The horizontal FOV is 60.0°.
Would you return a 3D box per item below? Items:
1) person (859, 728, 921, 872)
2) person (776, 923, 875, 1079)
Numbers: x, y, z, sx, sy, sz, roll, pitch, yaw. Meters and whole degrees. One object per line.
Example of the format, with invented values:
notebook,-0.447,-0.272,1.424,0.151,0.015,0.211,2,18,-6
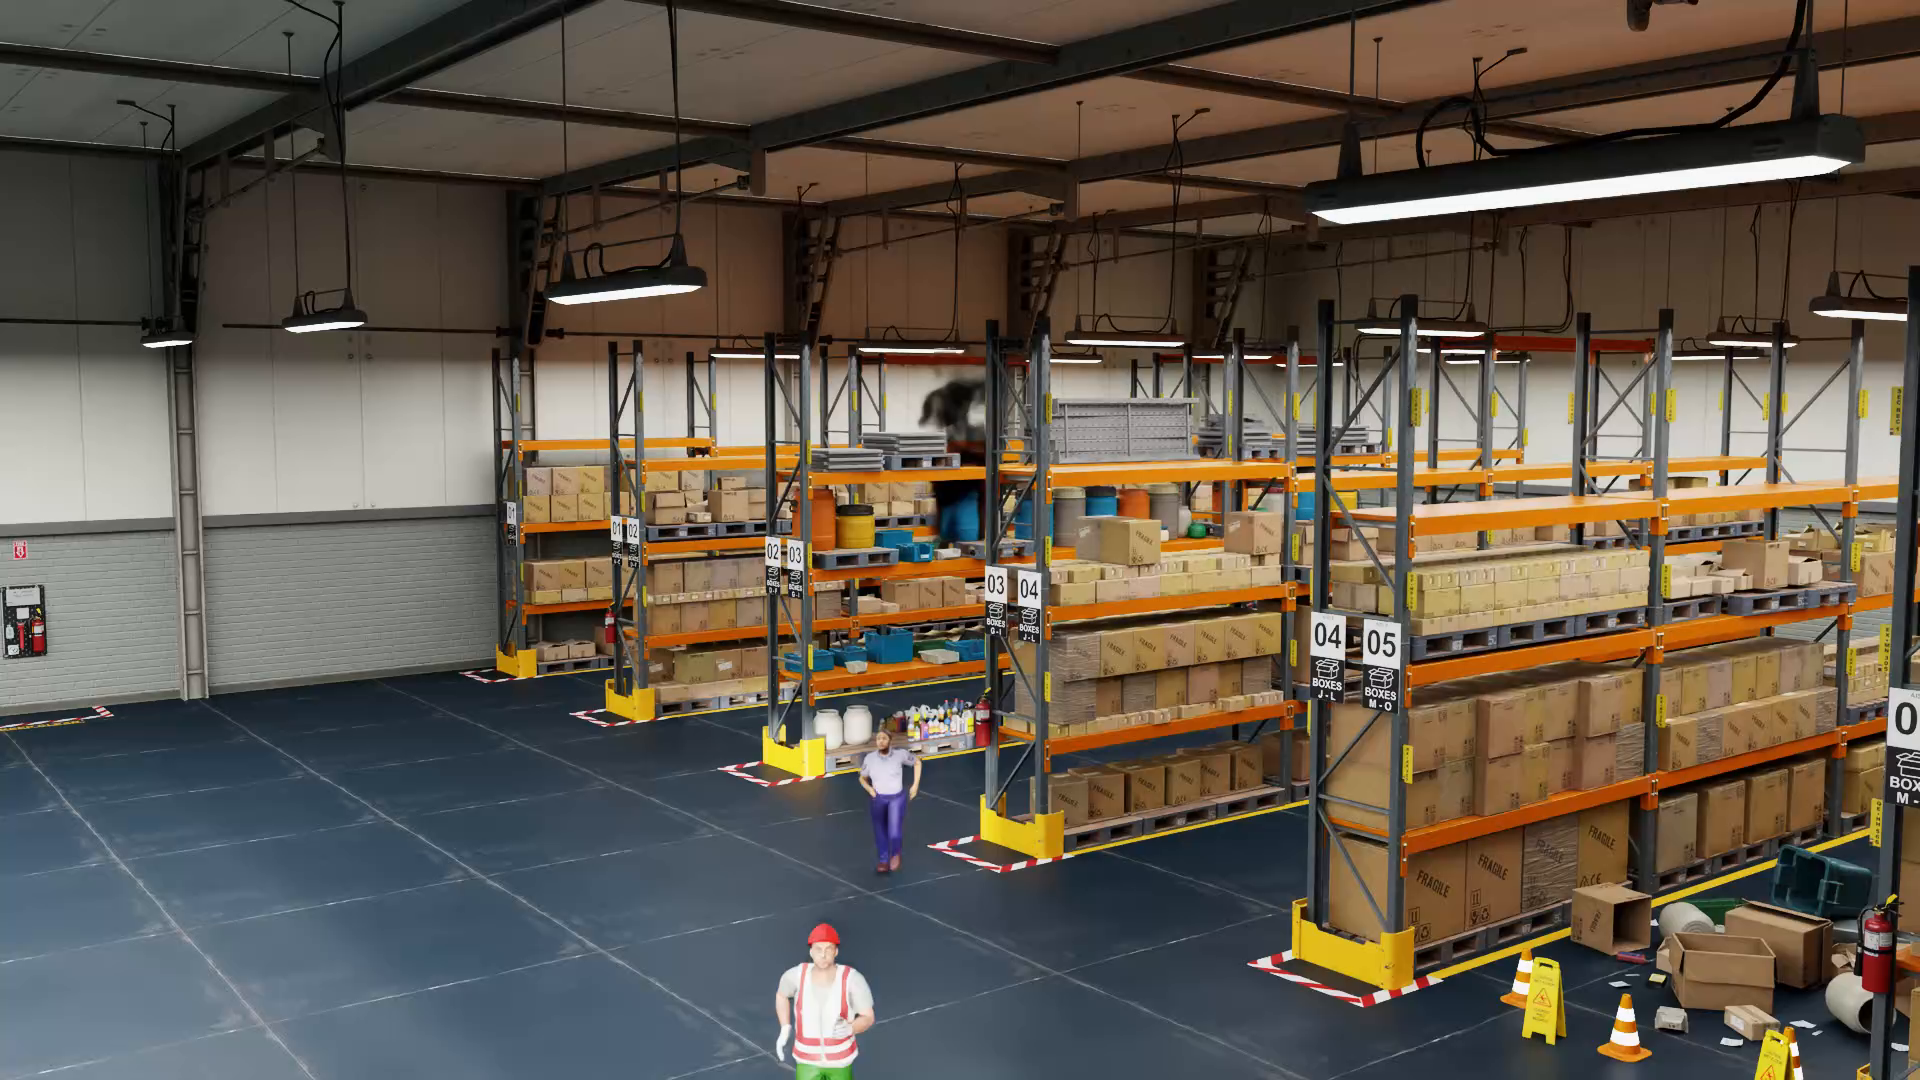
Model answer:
person,-0.757,2.804,17.730,0.625,1.585,0.743,1,5,9
person,-0.862,3.335,10.593,0.640,1.824,0.814,0,5,-2
